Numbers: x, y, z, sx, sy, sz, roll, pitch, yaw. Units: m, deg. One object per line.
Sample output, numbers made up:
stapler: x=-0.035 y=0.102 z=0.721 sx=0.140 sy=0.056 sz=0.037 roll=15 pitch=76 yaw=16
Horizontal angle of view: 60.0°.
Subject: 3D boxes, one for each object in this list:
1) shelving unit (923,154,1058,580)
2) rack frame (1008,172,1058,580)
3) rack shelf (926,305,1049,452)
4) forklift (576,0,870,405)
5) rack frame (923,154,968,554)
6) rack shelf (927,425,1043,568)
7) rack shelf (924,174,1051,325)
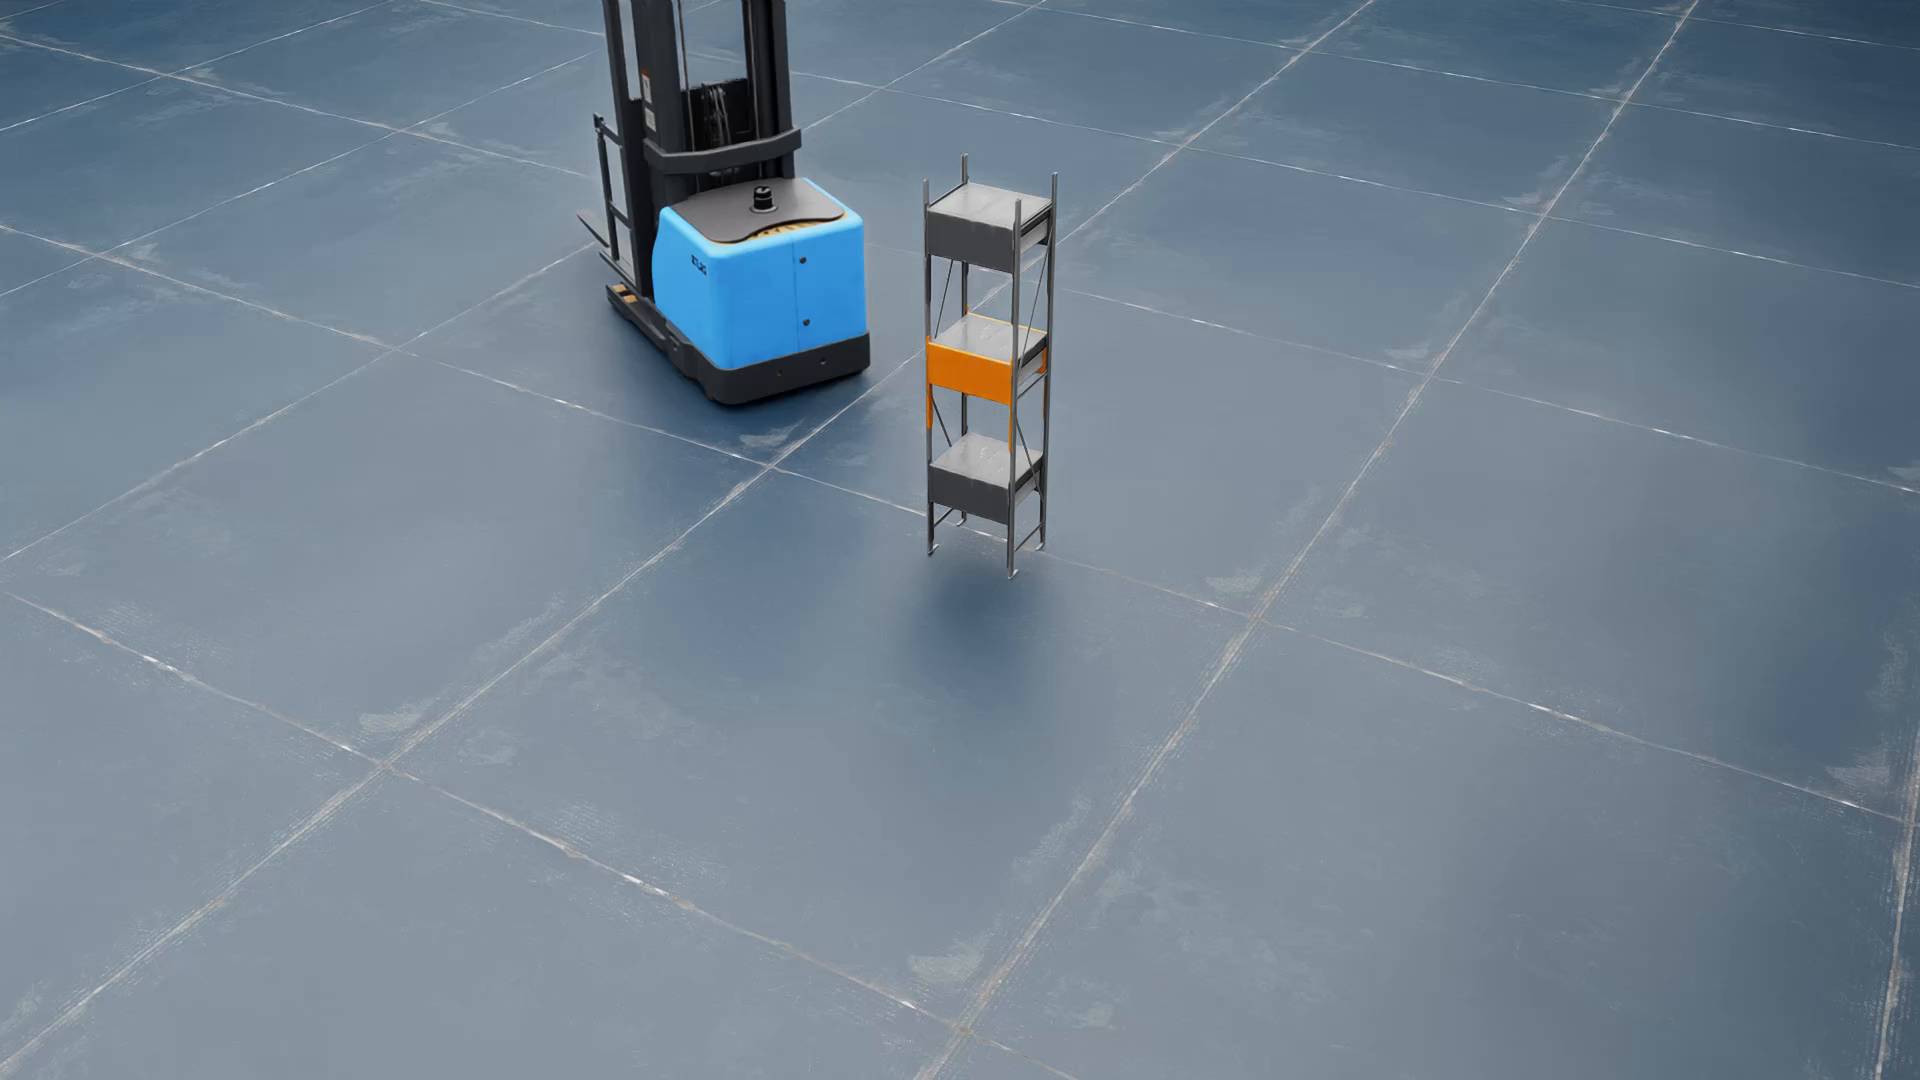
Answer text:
shelving unit: x=0.144 y=-0.828 z=8.371 sx=0.503 sy=2.100 sz=0.431 roll=18 pitch=37 yaw=24
rack frame: x=0.356 y=-0.761 z=8.270 sx=0.015 sy=2.100 sz=0.400 roll=18 pitch=37 yaw=24
rack shelf: x=0.144 y=-0.817 z=8.378 sx=0.480 sy=0.518 sz=0.431 roll=18 pitch=37 yaw=24
forklift: x=-1.760 y=-2.831 z=10.627 sx=1.130 sy=2.935 sz=3.031 roll=-18 pitch=38 yaw=-25
rack frame: x=-0.068 y=-0.896 z=8.471 sx=0.015 sy=2.100 sz=0.400 roll=18 pitch=37 yaw=24
rack shelf: x=0.144 y=-0.234 z=8.766 sx=0.480 sy=0.518 sz=0.431 roll=18 pitch=37 yaw=24
rack shelf: x=0.144 y=-1.400 z=7.990 sx=0.480 sy=0.518 sz=0.431 roll=18 pitch=37 yaw=24
